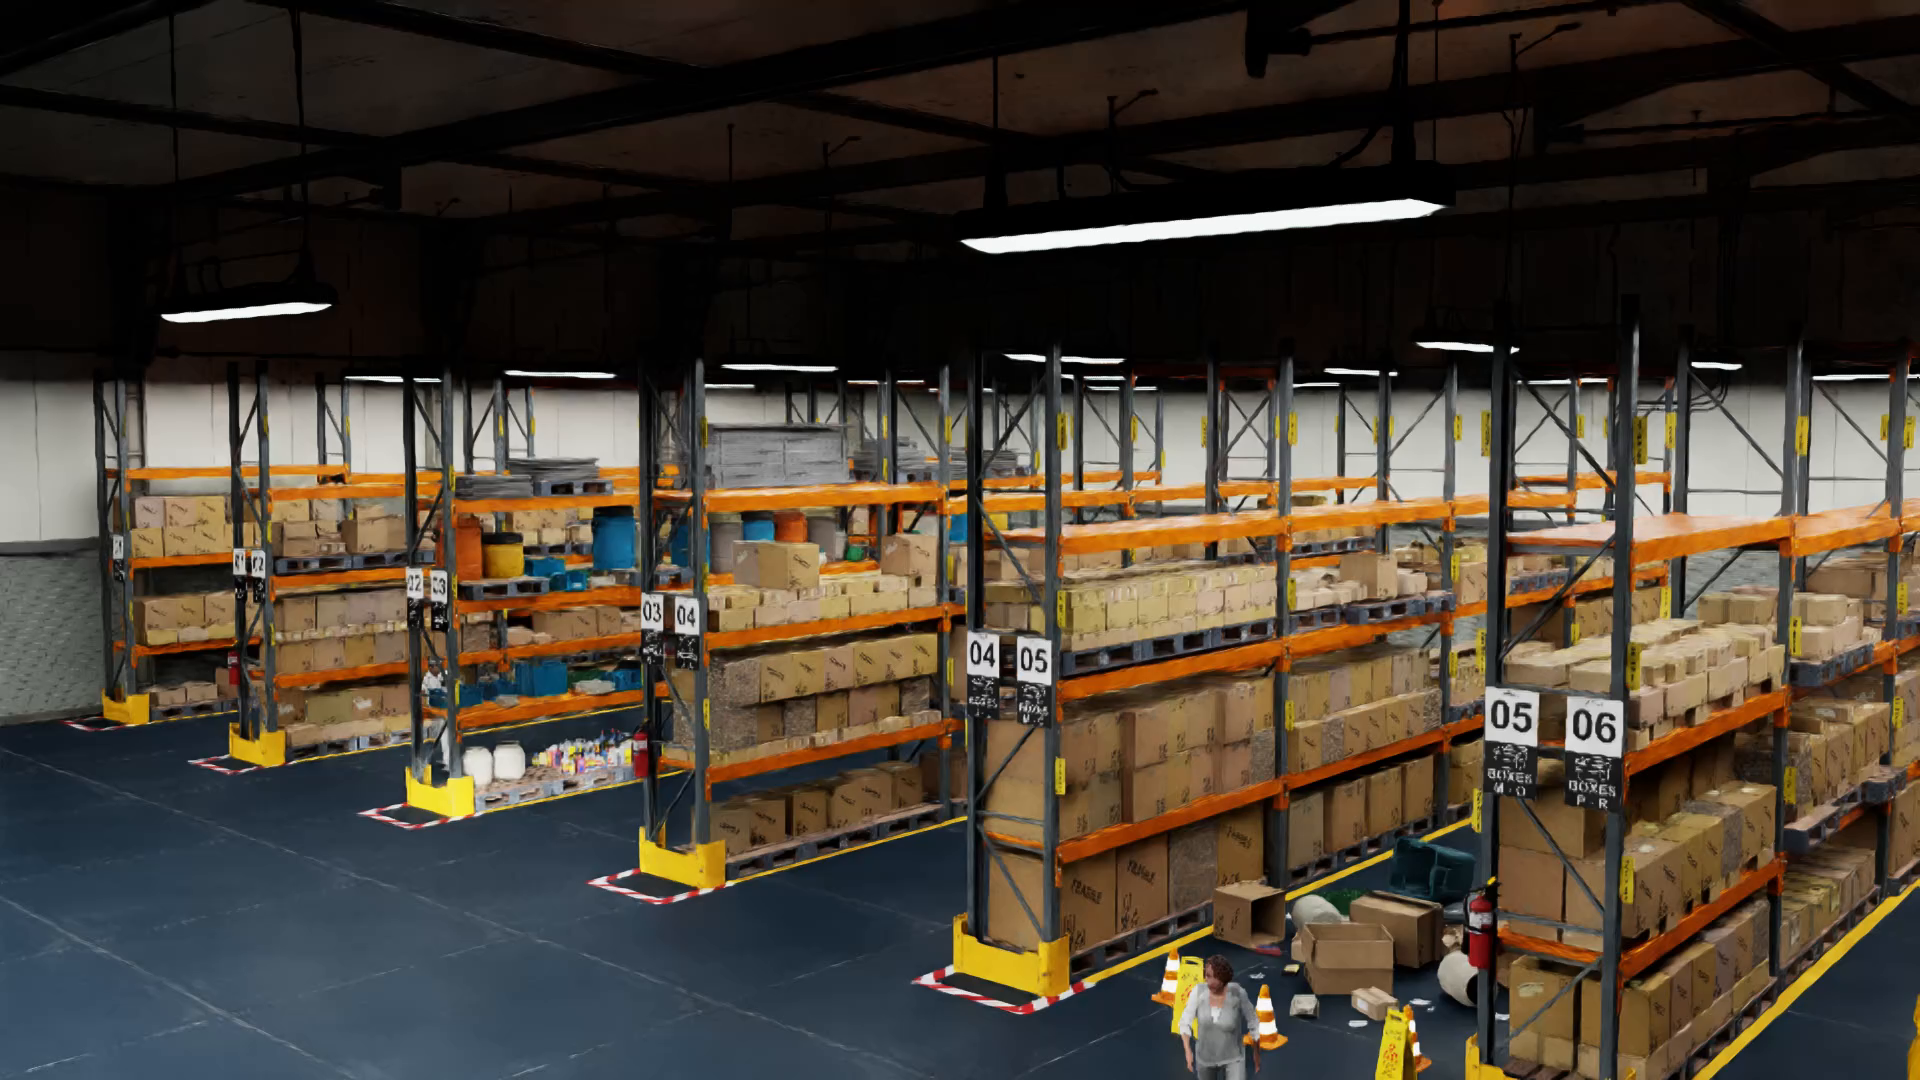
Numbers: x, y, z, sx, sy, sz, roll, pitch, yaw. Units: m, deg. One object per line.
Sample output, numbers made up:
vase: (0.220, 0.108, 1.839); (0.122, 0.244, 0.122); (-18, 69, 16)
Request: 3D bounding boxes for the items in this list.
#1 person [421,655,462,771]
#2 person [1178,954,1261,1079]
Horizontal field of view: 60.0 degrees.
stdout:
person: (-7.598, 2.510, 24.495); (0.706, 1.695, 0.843); (2, 5, 24)
person: (1.805, 3.549, 11.412); (0.561, 1.525, 0.788); (2, 5, 24)
